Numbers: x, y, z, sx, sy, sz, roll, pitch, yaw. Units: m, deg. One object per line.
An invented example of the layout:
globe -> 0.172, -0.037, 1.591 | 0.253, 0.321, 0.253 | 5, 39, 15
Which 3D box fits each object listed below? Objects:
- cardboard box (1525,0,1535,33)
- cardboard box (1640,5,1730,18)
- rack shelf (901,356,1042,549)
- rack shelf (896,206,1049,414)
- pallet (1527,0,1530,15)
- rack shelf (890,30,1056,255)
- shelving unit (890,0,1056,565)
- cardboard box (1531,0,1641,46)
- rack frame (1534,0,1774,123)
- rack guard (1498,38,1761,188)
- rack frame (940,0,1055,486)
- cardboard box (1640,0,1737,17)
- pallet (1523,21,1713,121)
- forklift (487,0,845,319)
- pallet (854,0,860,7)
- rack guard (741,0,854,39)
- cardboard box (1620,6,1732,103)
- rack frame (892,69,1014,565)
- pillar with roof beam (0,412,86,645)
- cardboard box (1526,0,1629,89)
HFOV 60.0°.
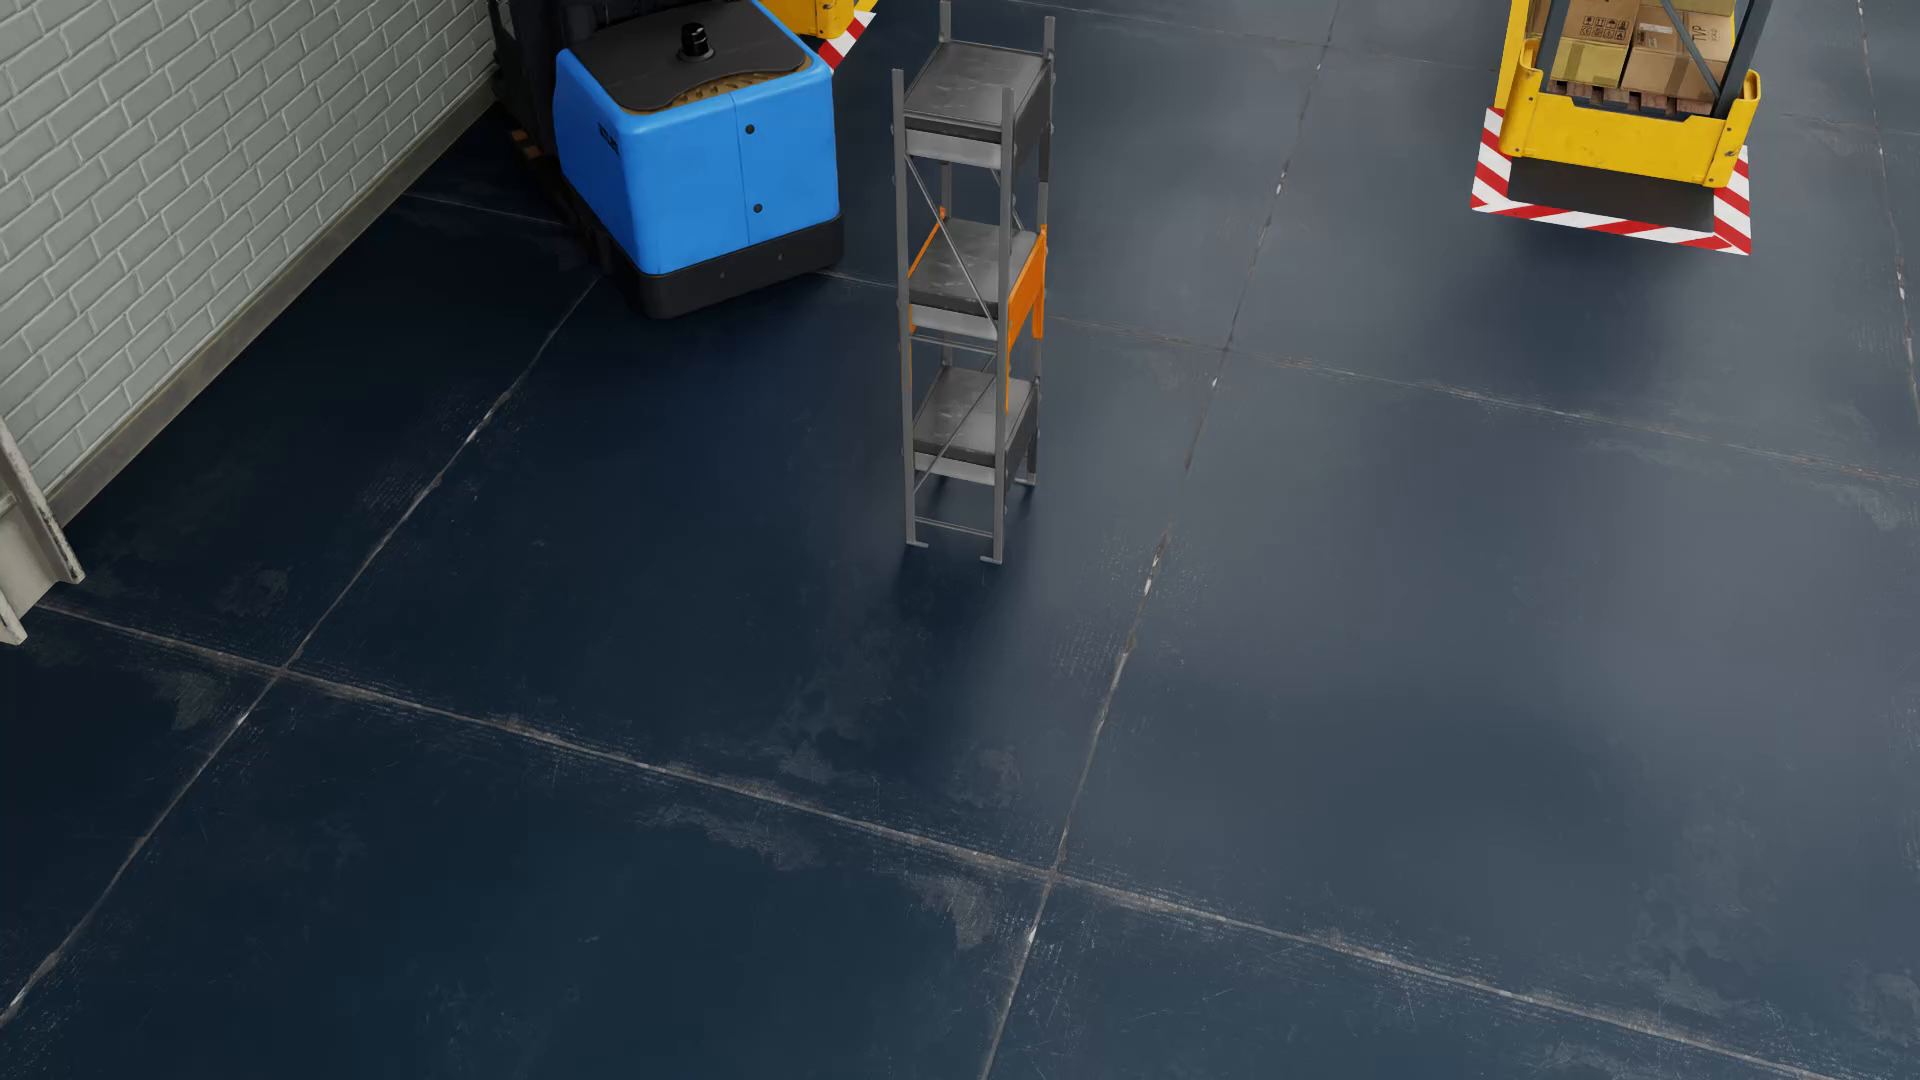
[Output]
cardboard box -> 3.496, -3.061, 9.399 | 0.500, 0.250, 0.500 | 13, 46, 13
cardboard box -> 3.997, -2.949, 9.285 | 0.500, 0.250, 0.500 | 13, 46, 13
rack shelf -> 0.050, -0.351, 6.627 | 0.431, 0.518, 0.480 | 13, 46, 13
rack shelf -> 0.050, -0.851, 6.138 | 0.431, 0.518, 0.480 | 13, 46, 13
pallet -> 4.038, -3.470, 10.145 | 1.003, 0.211, 1.213 | 13, 46, 13
rack shelf -> 0.050, -1.351, 5.648 | 0.431, 0.518, 0.480 | 13, 46, 13
shelving unit -> 0.050, -0.861, 6.128 | 0.431, 2.100, 0.503 | 13, 46, 13
cardboard box -> 3.354, -2.993, 8.794 | 0.500, 0.500, 0.500 | 13, 46, 13
rack frame -> 3.475, -3.137, 7.811 | 1.000, 3.000, 0.127 | 13, 46, 13
rack guard -> 3.468, -2.228, 8.669 | 1.175, 0.500, 0.348 | 13, 46, 13
rack frame -> 0.124, -1.023, 6.295 | 0.400, 2.100, 0.015 | 13, 46, 13
cardboard box -> 3.999, -3.217, 9.022 | 0.500, 0.500, 0.500 | 13, 46, 13
pallet -> 3.667, -2.659, 9.317 | 1.003, 0.211, 1.213 | 13, 46, 13
forklift -> -1.746, -3.086, 7.808 | 1.130, 2.935, 3.031 | -23, 49, -22
pallet -> -0.944, -3.772, 10.454 | 1.003, 0.211, 1.213 | 13, 46, 13
rack guard -> -1.224, -3.341, 9.807 | 1.175, 0.500, 0.348 | 13, 46, 13
cardboard box -> 3.849, -2.615, 8.943 | 0.500, 0.250, 0.500 | 13, 46, 13
rack frame -> -0.024, -0.698, 5.962 | 0.400, 2.100, 0.015 | 13, 46, 13
pillar with roof beam -> 0.426, -2.067, 2.428 | 9.100, 9.000, 0.400 | 13, 46, 13
cardboard box -> 3.356, -2.725, 9.056 | 0.500, 0.250, 0.500 | 13, 46, 13
